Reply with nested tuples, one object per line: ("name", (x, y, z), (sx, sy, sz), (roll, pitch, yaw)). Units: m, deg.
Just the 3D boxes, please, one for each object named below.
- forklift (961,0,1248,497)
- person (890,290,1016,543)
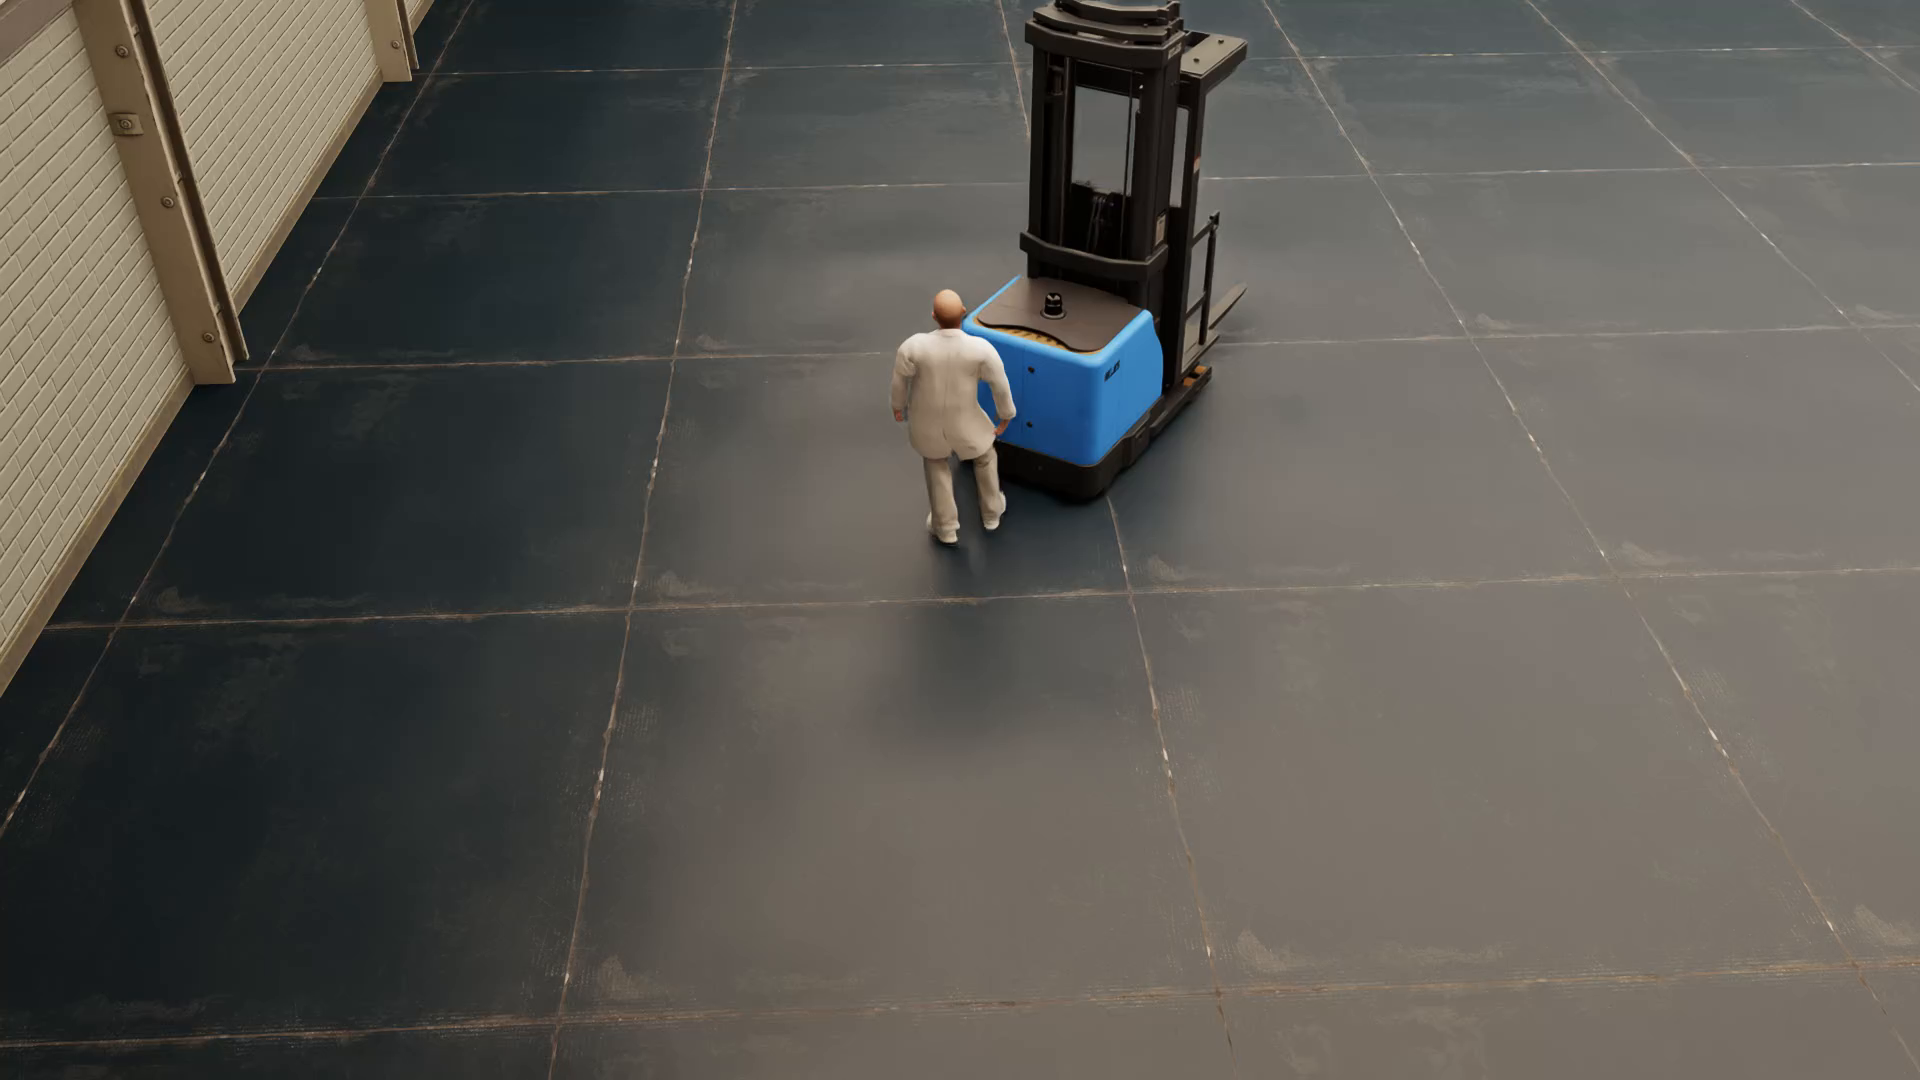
("forklift", (1.160, -2.304, 11.174), (1.130, 2.935, 3.031), (19, 40, 24))
("person", (-0.041, -0.804, 10.146), (0.767, 1.754, 0.609), (2, 36, 2))
